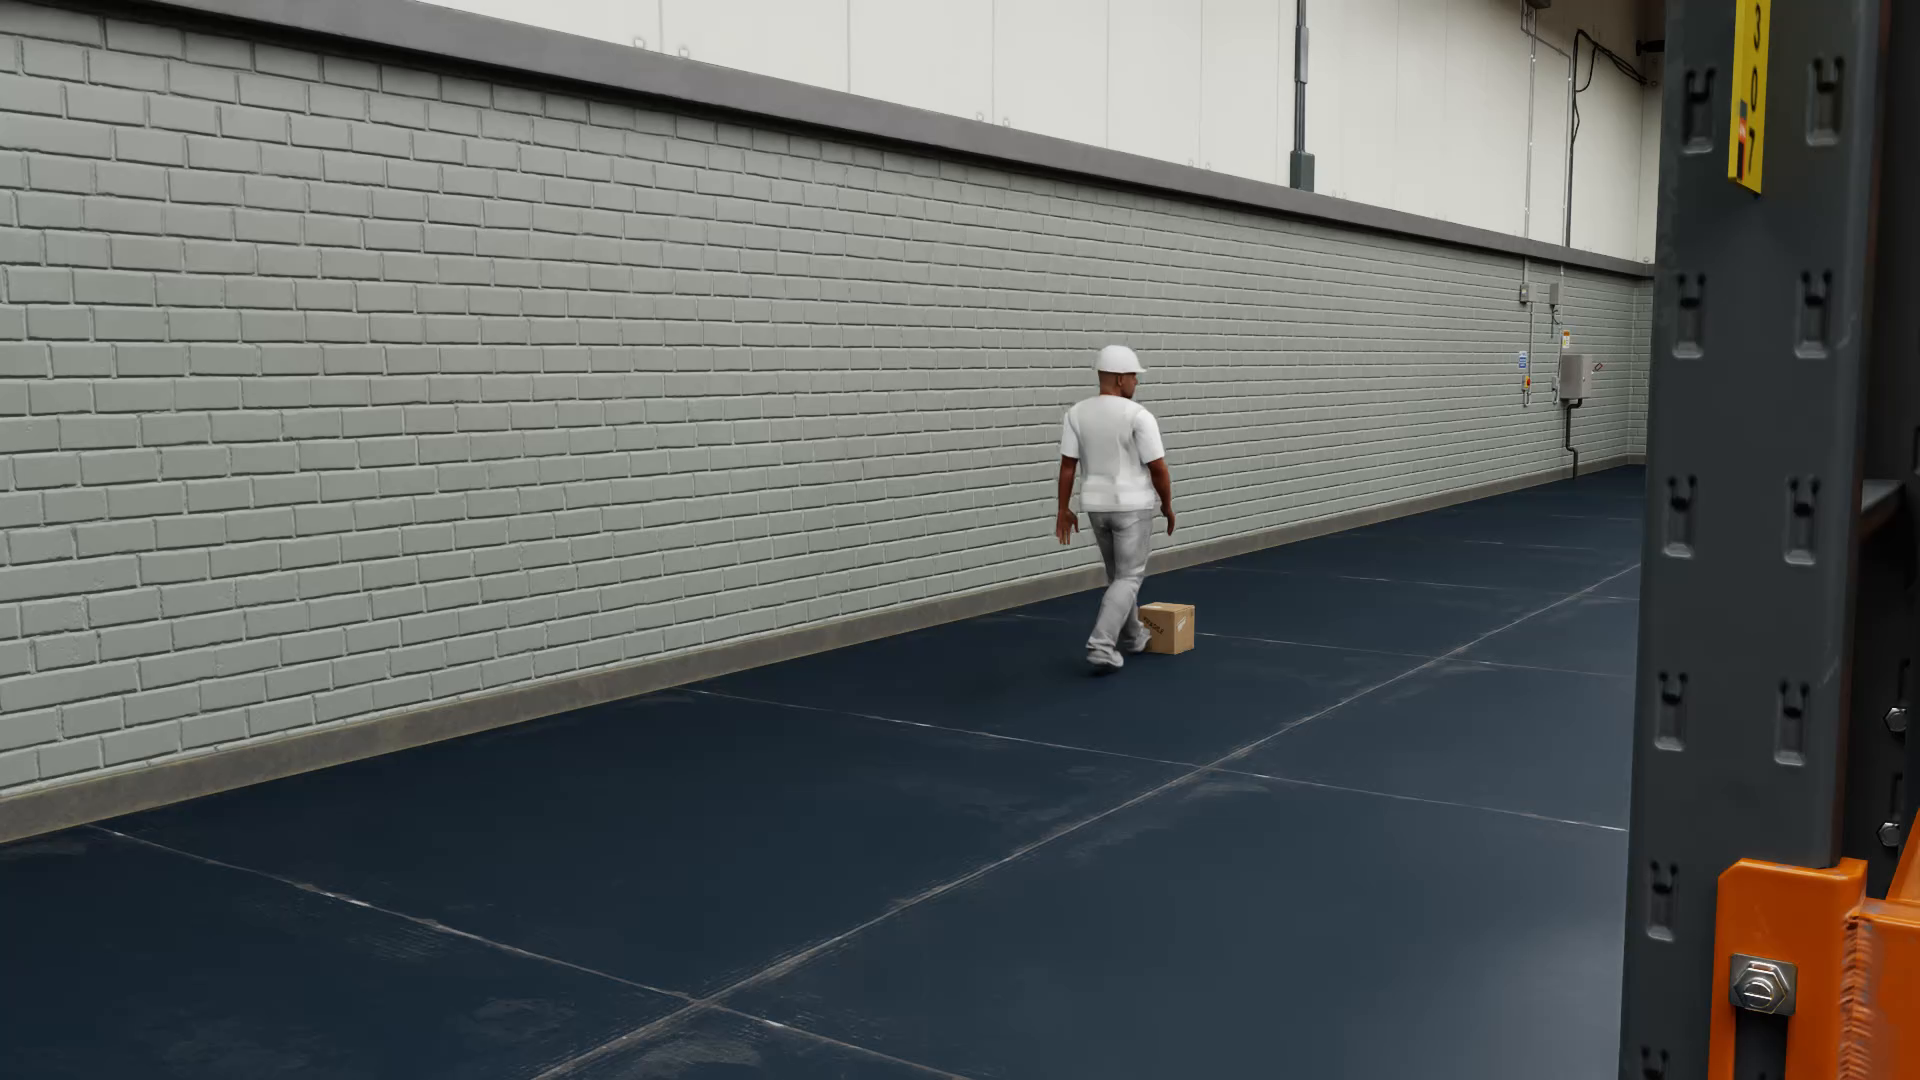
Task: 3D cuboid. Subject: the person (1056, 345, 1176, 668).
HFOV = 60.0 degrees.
[{"bbox_3d":[0.916,-0.190,9.017,0.596,1.717,0.971,5,8,39],"label":"person"}]
